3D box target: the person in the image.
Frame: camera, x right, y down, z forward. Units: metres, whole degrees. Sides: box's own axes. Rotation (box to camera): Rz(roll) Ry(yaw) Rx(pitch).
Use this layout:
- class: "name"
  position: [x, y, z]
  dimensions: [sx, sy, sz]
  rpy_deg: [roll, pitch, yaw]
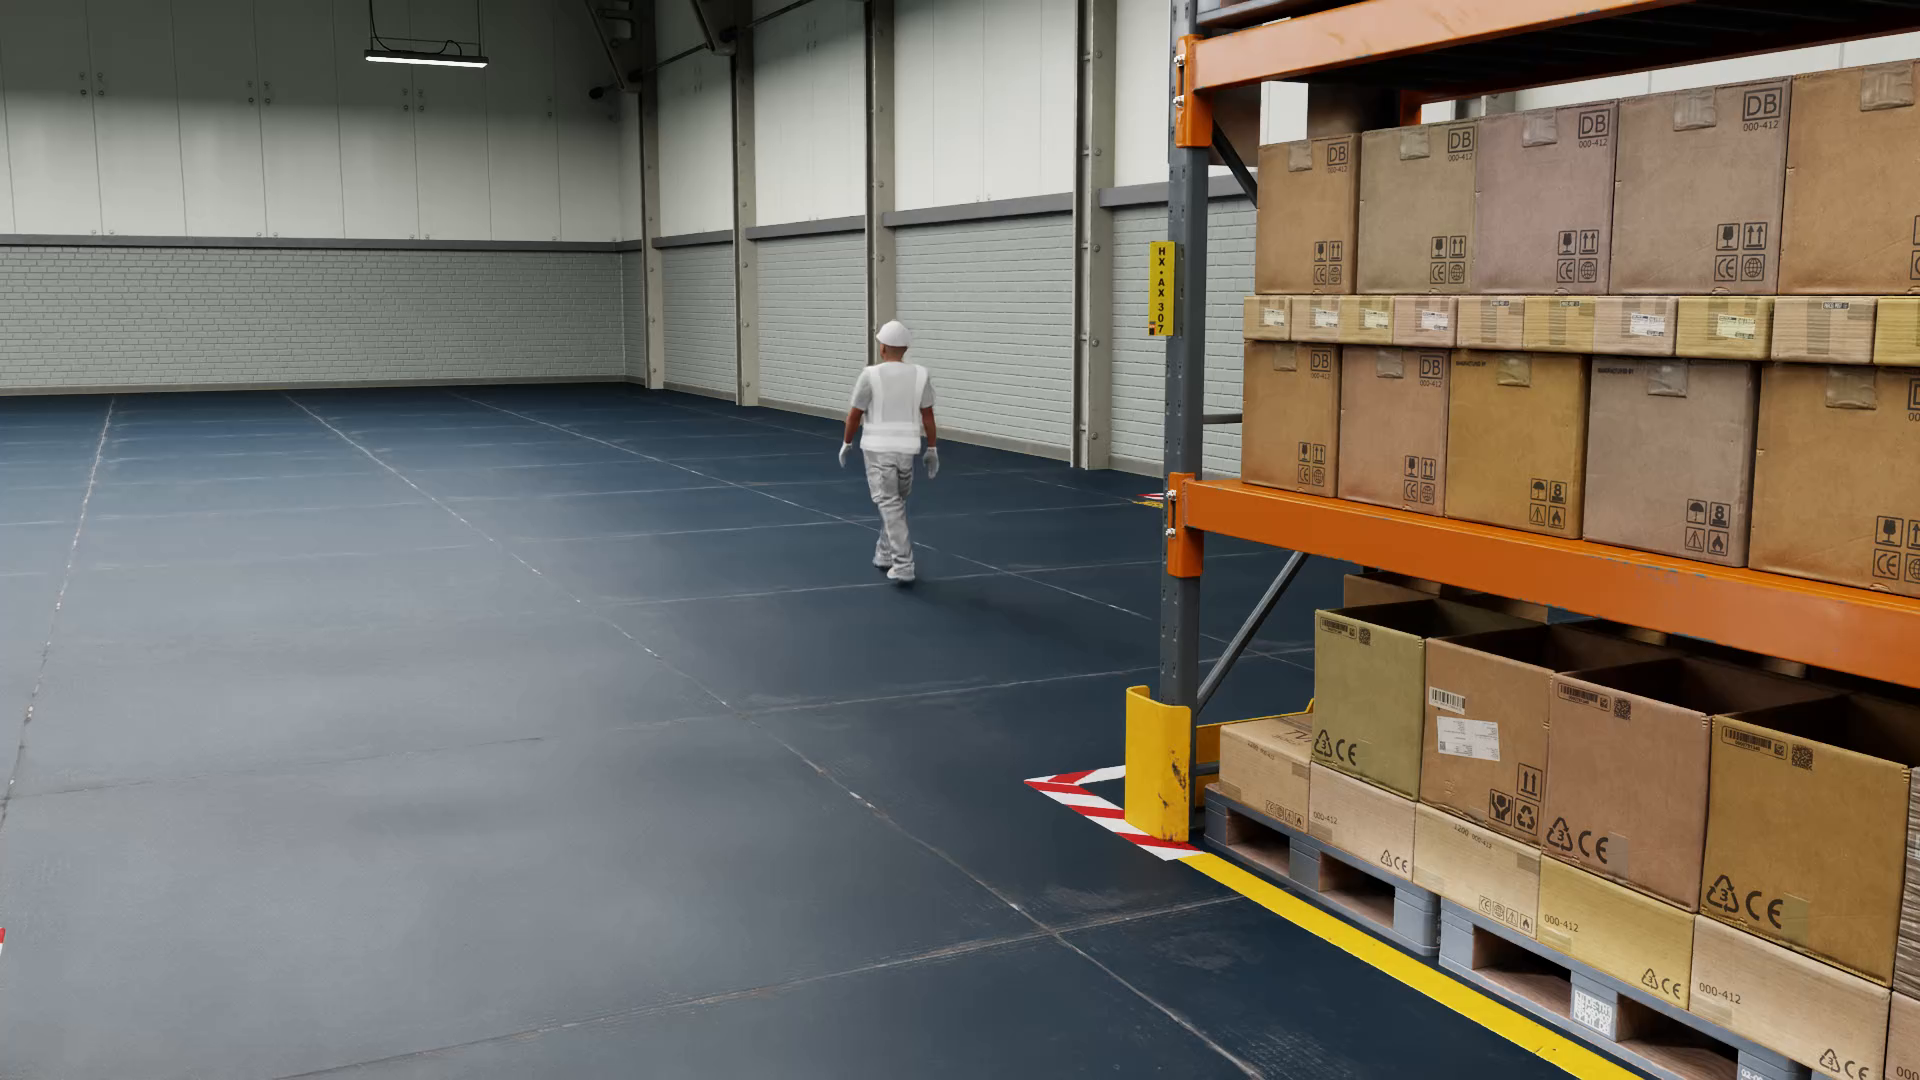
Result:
- class: "person"
  position: [-0.522, -0.632, 11.425]
  dimensions: [0.599, 1.736, 0.956]
  rpy_deg: [-4, 9, -27]
